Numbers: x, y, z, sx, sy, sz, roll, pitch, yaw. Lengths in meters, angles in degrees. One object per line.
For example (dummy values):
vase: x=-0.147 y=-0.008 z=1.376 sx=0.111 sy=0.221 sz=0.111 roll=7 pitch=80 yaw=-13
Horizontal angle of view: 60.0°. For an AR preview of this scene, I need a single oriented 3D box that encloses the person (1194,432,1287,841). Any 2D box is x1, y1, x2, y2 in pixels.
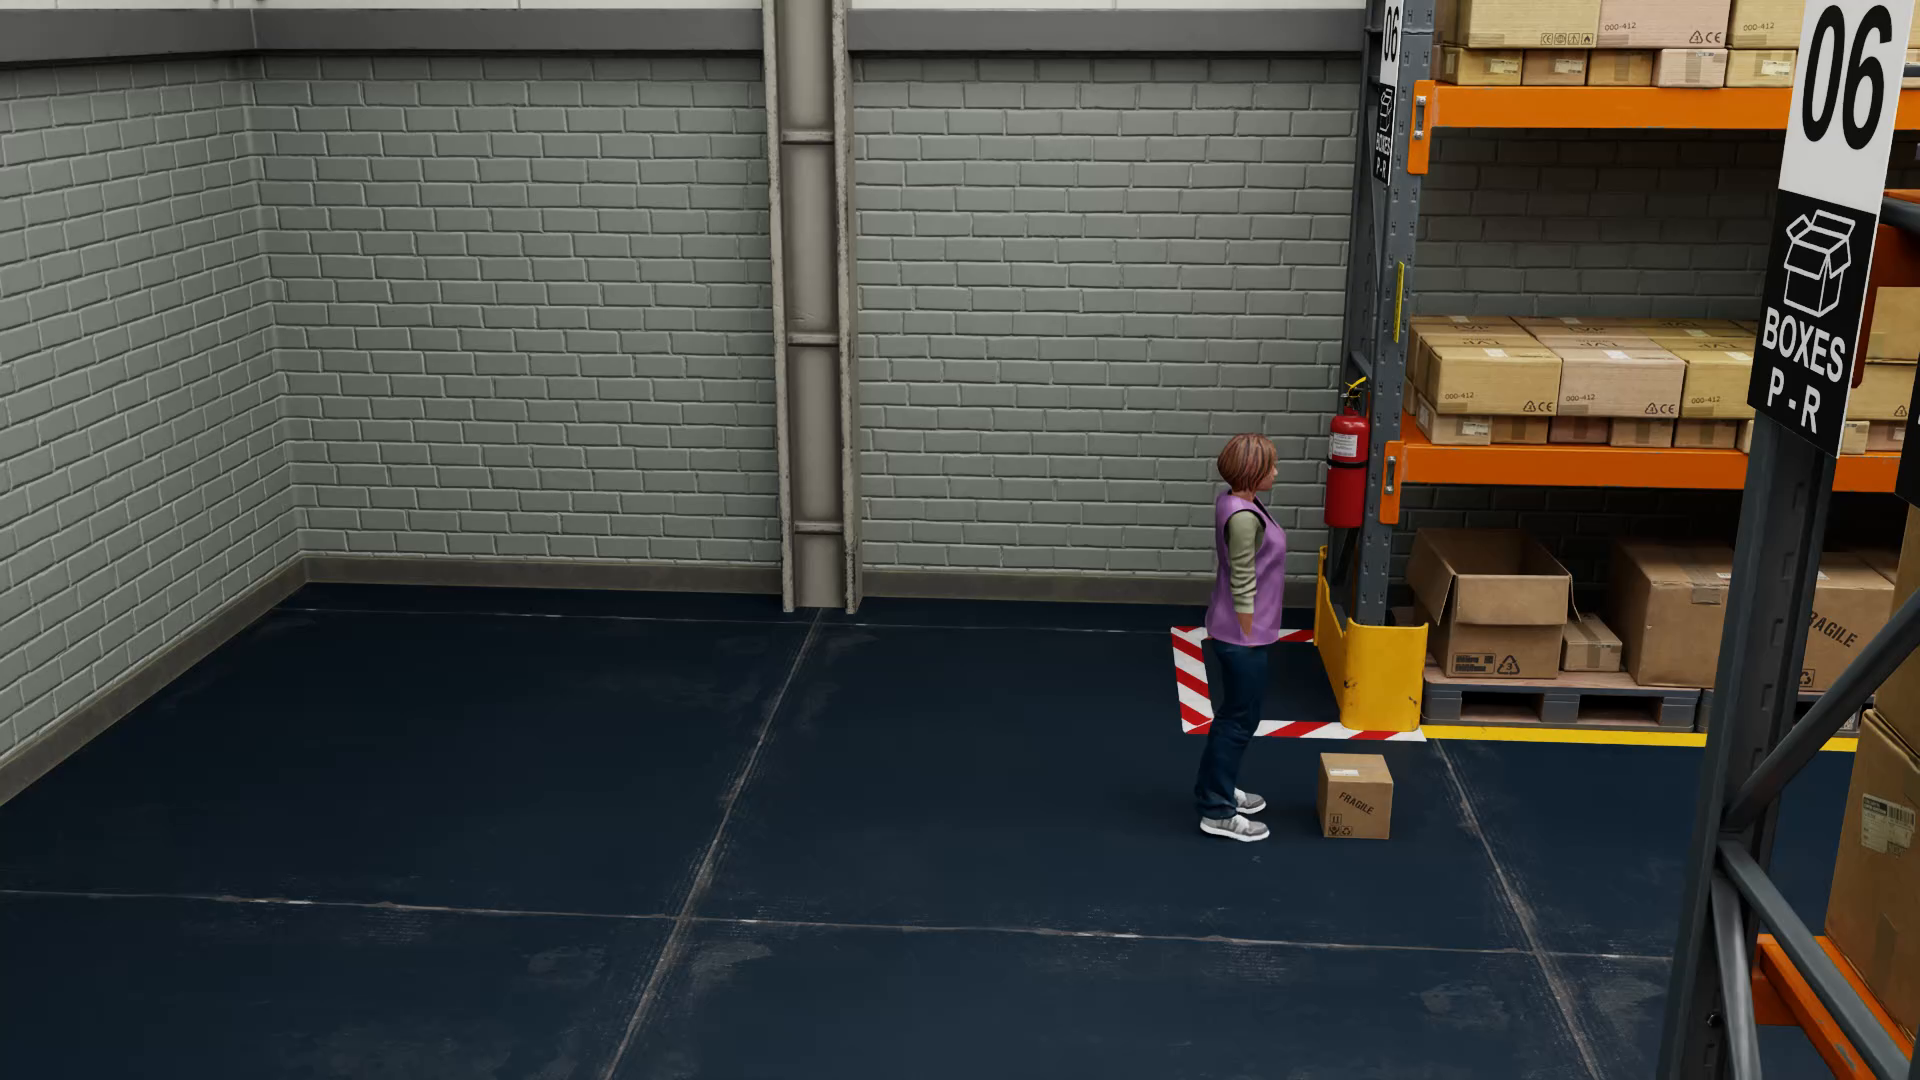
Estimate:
person: x=1.092 y=0.364 z=6.445 sx=0.309 sy=1.603 sz=0.405 roll=2 pitch=18 yaw=5
